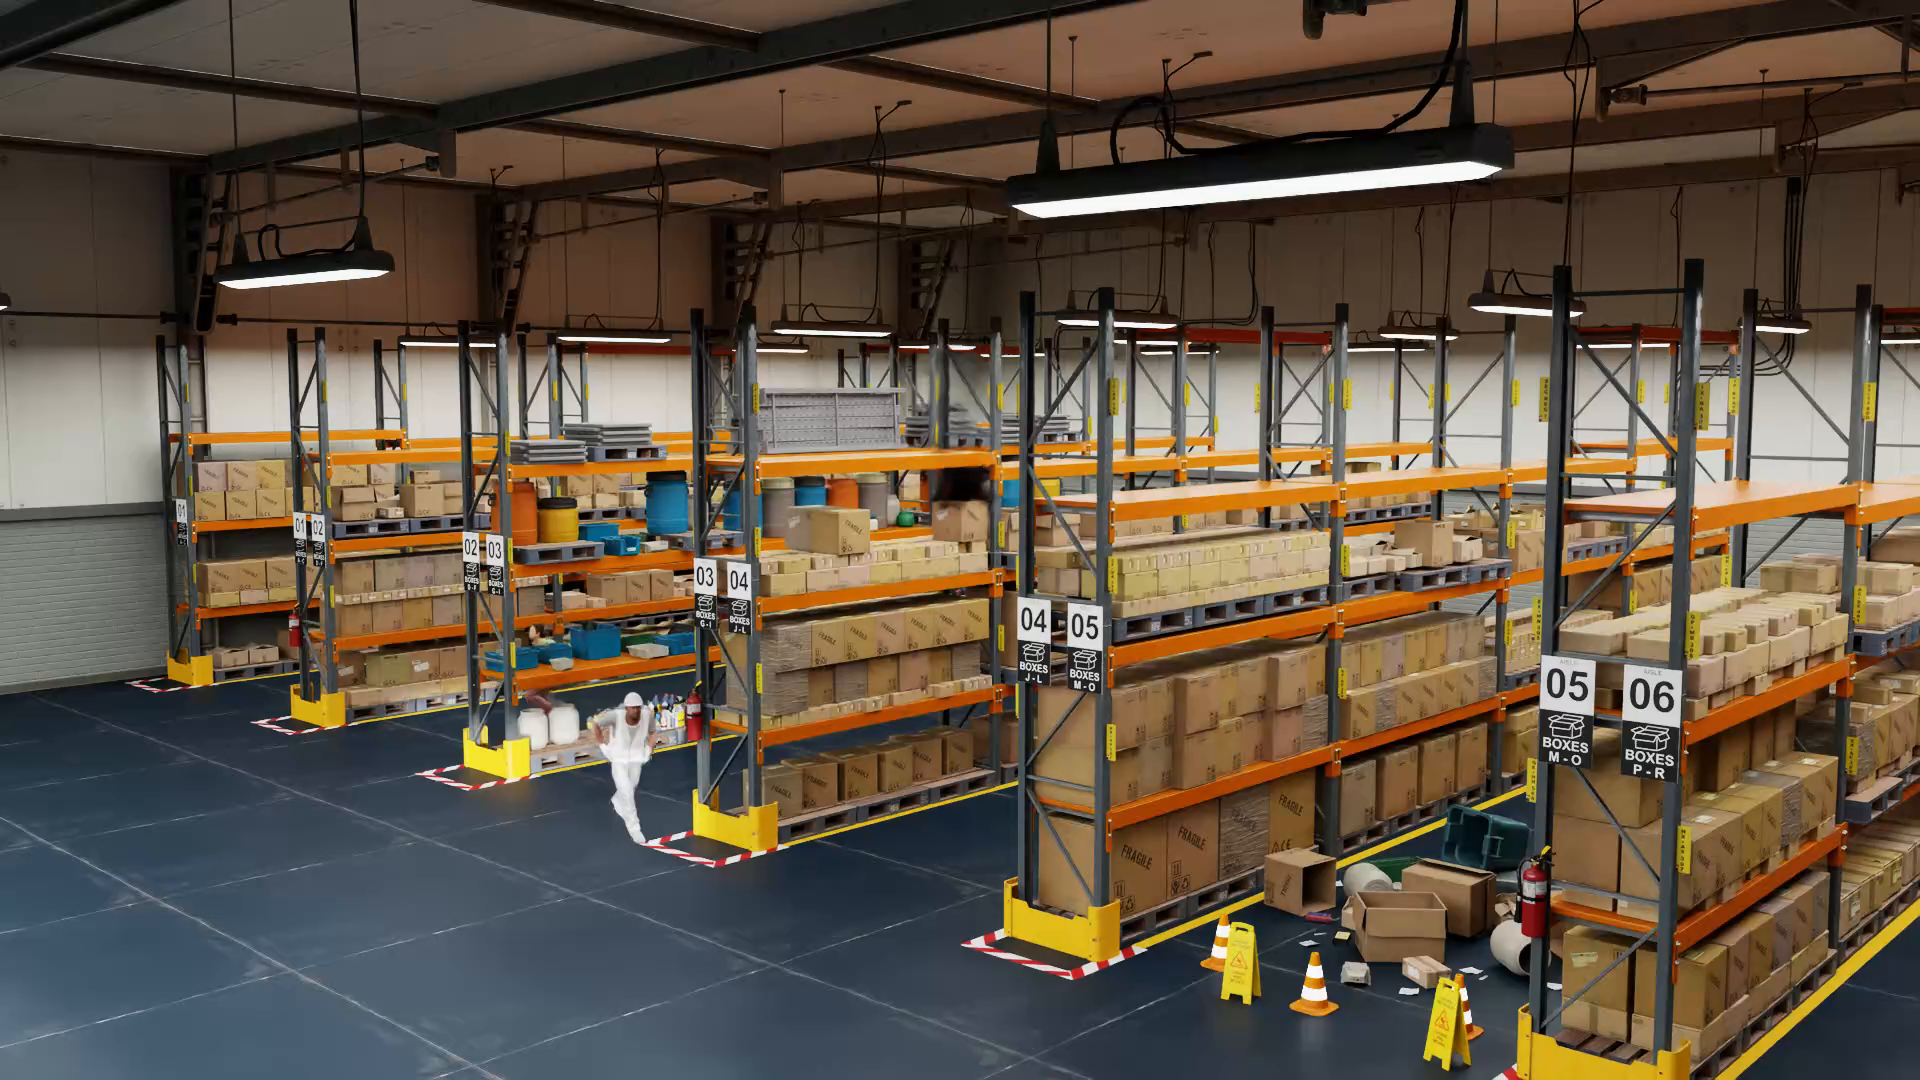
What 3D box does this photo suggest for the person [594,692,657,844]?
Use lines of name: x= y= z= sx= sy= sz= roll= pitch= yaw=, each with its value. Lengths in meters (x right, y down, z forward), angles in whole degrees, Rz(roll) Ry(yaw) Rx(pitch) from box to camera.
person: x=-3.852 y=2.545 z=19.089 sx=0.716 sy=1.728 sz=1.050 roll=-2 pitch=6 yaw=-24

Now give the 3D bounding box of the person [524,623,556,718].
person: x=-6.206 y=2.031 z=24.653 sx=0.689 sy=1.617 sz=0.617 roll=-4 pitch=7 yaw=-38
